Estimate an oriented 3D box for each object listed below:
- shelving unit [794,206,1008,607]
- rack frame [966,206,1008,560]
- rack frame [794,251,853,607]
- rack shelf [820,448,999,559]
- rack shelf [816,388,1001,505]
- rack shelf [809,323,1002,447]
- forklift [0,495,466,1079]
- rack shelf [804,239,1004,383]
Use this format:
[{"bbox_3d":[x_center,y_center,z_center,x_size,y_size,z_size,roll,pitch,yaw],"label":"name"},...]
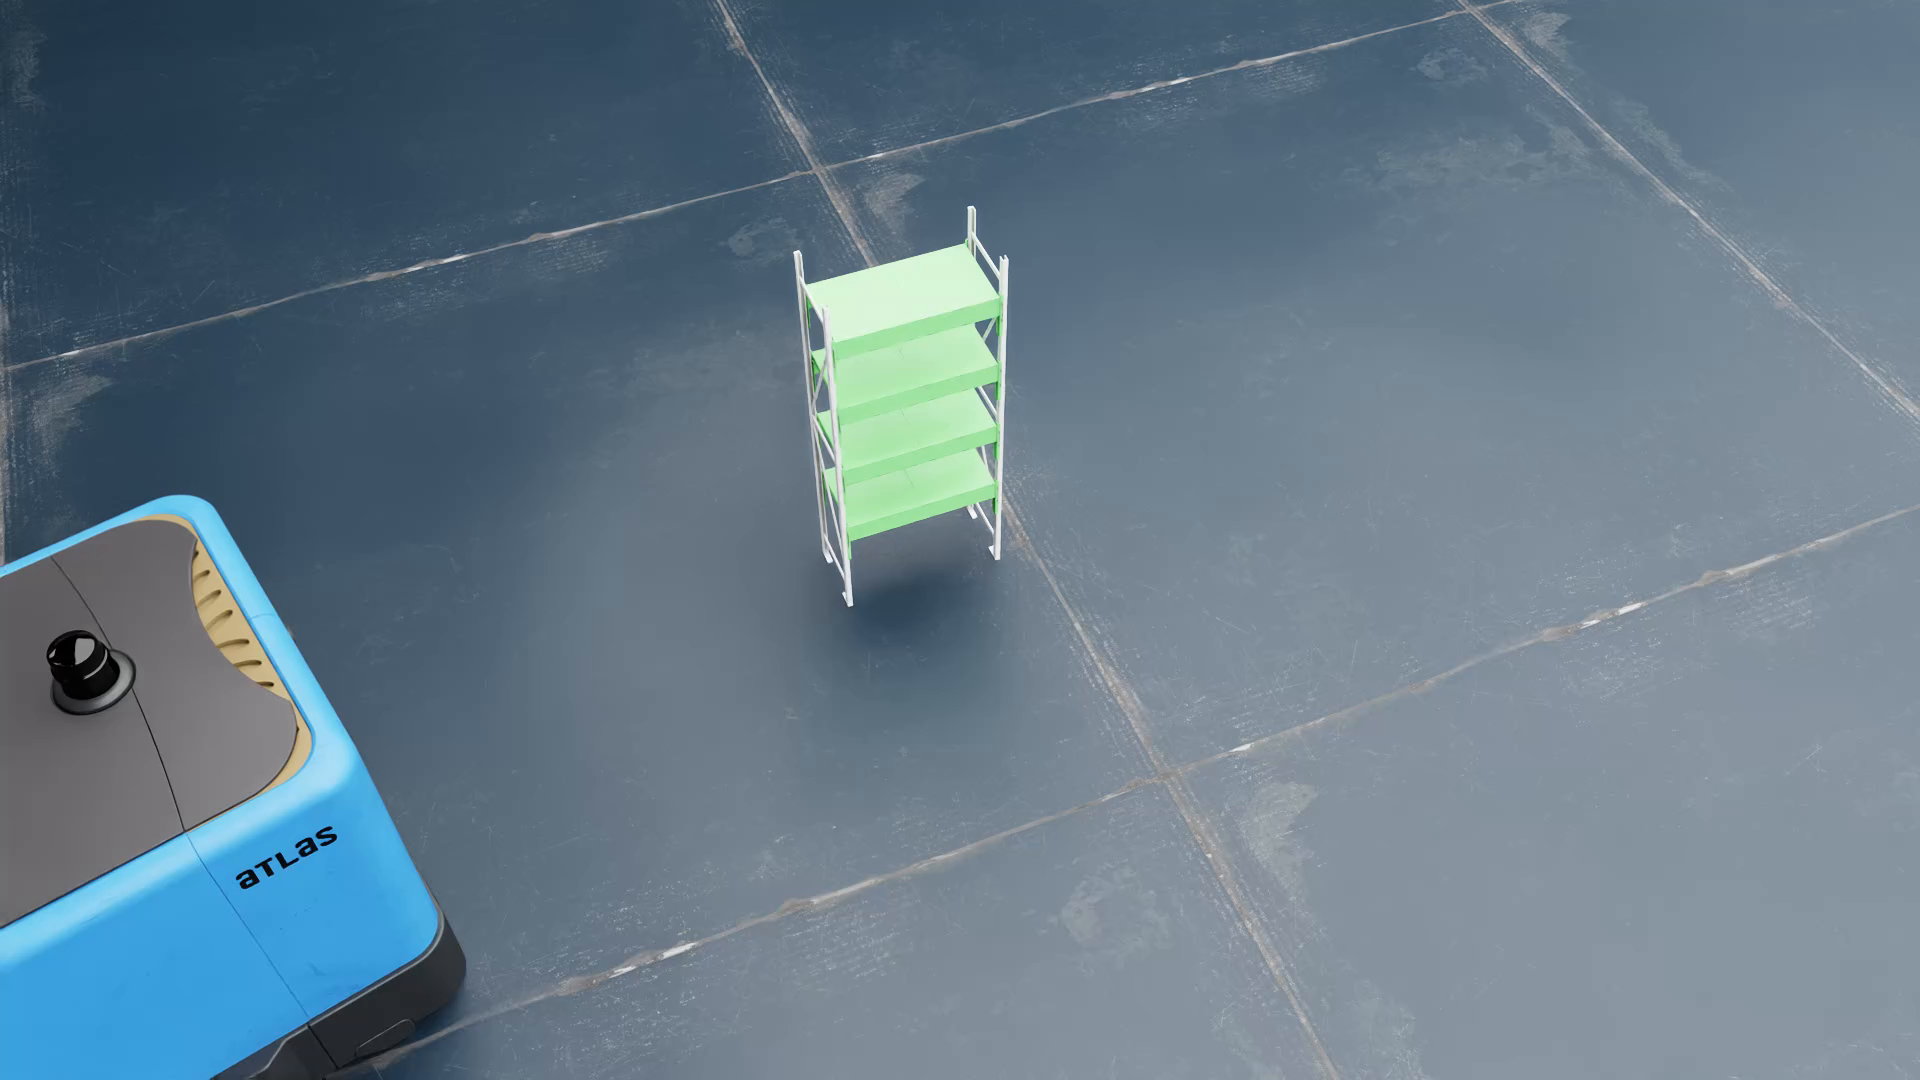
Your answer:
[{"bbox_3d":[-0.153,-0.343,4.754,0.503,1.200,0.258,-17,52,-14],"label":"shelving unit"},{"bbox_3d":[0.073,-0.413,4.814,0.015,1.200,0.240,-17,52,-14],"label":"rack frame"},{"bbox_3d":[-0.379,-0.273,4.694,0.015,1.200,0.240,-17,52,-14],"label":"rack frame"},{"bbox_3d":[-0.153,-0.145,4.985,0.480,0.148,0.258,-17,52,-14],"label":"rack shelf"},{"bbox_3d":[-0.153,-0.302,4.803,0.480,0.148,0.258,-17,52,-14],"label":"rack shelf"},{"bbox_3d":[-0.153,-0.458,4.620,0.480,0.148,0.258,-17,52,-14],"label":"rack shelf"},{"bbox_3d":[-2.741,0.568,2.830,3.031,2.935,1.130,-29,55,-23],"label":"forklift"},{"bbox_3d":[-0.153,-0.615,4.438,0.480,0.148,0.258,-17,52,-14],"label":"rack shelf"}]
